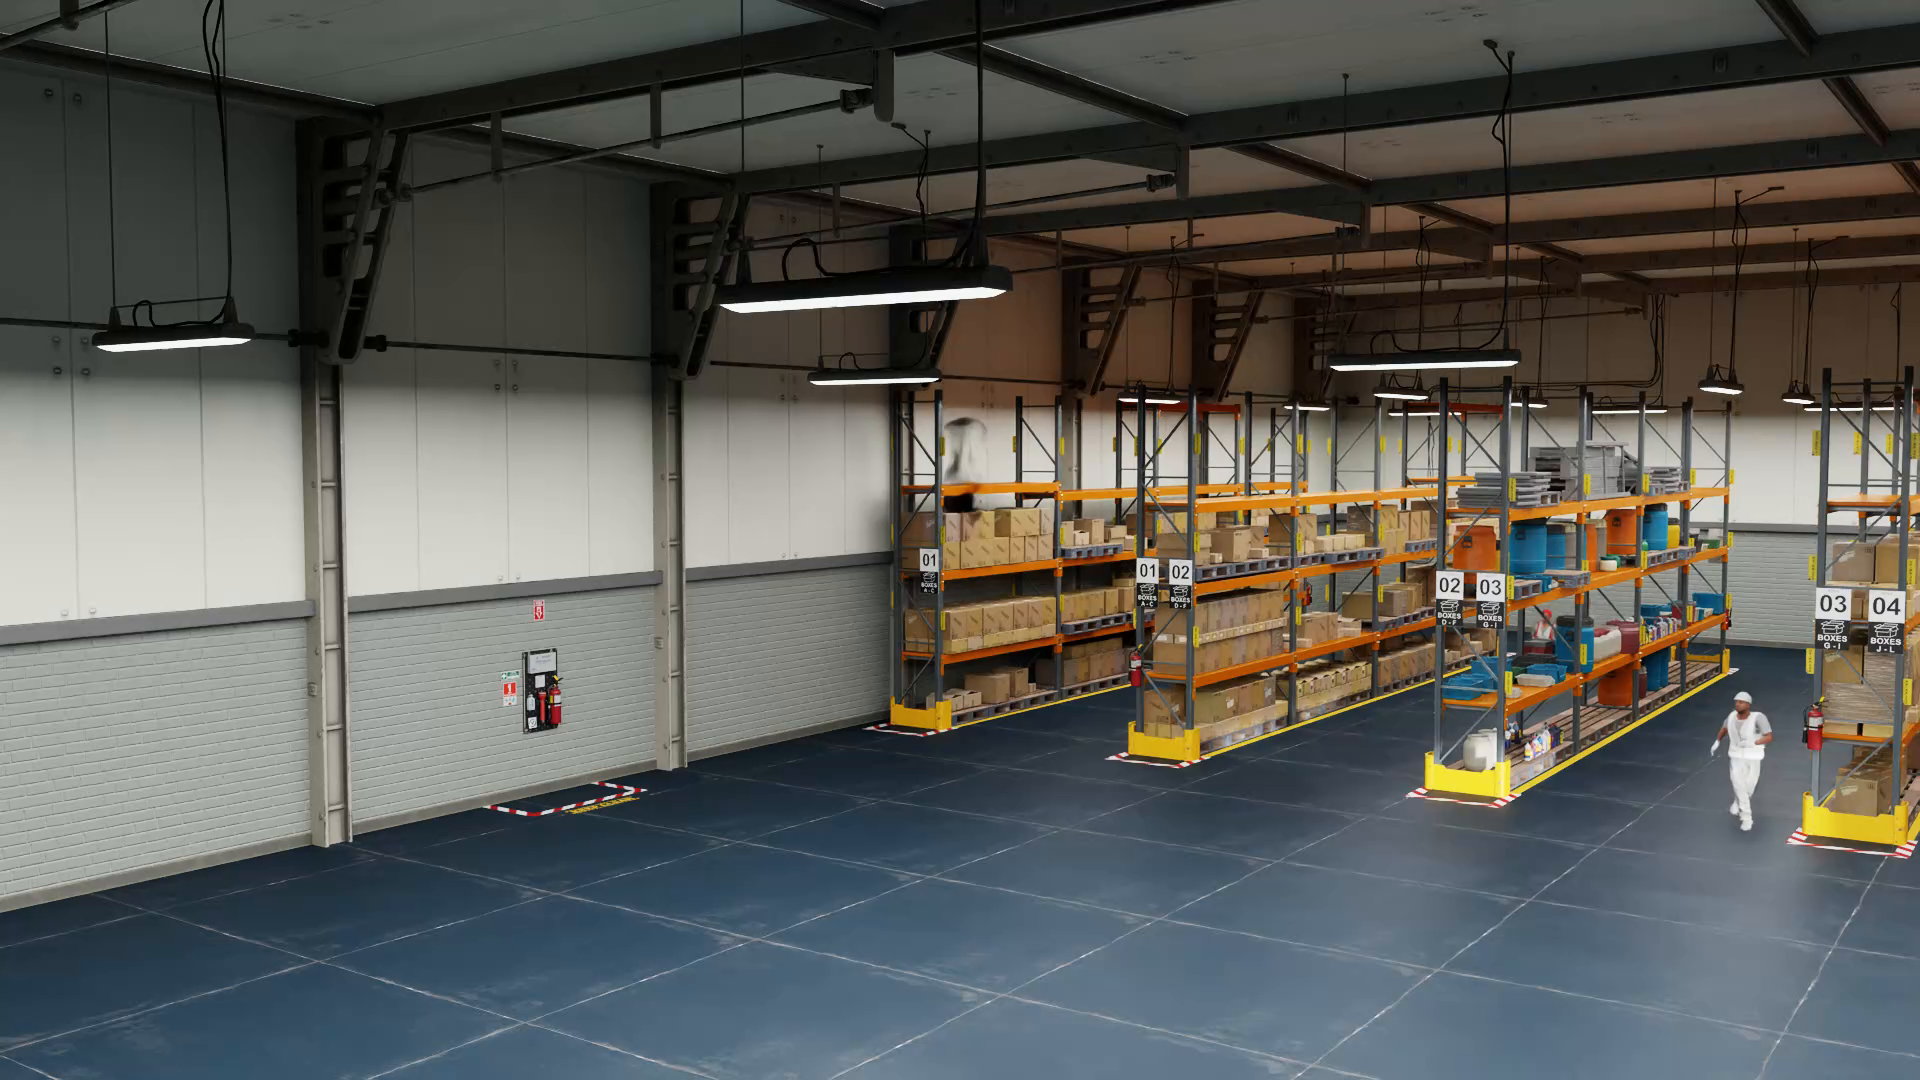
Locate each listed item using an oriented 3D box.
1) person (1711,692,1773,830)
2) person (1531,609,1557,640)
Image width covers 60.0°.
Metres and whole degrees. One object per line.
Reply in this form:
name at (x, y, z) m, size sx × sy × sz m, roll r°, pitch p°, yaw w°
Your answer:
person at (10.349, 2.903, 22.045) m, size 0.798 × 1.786 × 0.752 m, roll 2°, pitch 4°, yaw 37°
person at (11.753, 2.259, 33.331) m, size 0.668 × 1.751 × 0.715 m, roll 3°, pitch 4°, yaw 41°
